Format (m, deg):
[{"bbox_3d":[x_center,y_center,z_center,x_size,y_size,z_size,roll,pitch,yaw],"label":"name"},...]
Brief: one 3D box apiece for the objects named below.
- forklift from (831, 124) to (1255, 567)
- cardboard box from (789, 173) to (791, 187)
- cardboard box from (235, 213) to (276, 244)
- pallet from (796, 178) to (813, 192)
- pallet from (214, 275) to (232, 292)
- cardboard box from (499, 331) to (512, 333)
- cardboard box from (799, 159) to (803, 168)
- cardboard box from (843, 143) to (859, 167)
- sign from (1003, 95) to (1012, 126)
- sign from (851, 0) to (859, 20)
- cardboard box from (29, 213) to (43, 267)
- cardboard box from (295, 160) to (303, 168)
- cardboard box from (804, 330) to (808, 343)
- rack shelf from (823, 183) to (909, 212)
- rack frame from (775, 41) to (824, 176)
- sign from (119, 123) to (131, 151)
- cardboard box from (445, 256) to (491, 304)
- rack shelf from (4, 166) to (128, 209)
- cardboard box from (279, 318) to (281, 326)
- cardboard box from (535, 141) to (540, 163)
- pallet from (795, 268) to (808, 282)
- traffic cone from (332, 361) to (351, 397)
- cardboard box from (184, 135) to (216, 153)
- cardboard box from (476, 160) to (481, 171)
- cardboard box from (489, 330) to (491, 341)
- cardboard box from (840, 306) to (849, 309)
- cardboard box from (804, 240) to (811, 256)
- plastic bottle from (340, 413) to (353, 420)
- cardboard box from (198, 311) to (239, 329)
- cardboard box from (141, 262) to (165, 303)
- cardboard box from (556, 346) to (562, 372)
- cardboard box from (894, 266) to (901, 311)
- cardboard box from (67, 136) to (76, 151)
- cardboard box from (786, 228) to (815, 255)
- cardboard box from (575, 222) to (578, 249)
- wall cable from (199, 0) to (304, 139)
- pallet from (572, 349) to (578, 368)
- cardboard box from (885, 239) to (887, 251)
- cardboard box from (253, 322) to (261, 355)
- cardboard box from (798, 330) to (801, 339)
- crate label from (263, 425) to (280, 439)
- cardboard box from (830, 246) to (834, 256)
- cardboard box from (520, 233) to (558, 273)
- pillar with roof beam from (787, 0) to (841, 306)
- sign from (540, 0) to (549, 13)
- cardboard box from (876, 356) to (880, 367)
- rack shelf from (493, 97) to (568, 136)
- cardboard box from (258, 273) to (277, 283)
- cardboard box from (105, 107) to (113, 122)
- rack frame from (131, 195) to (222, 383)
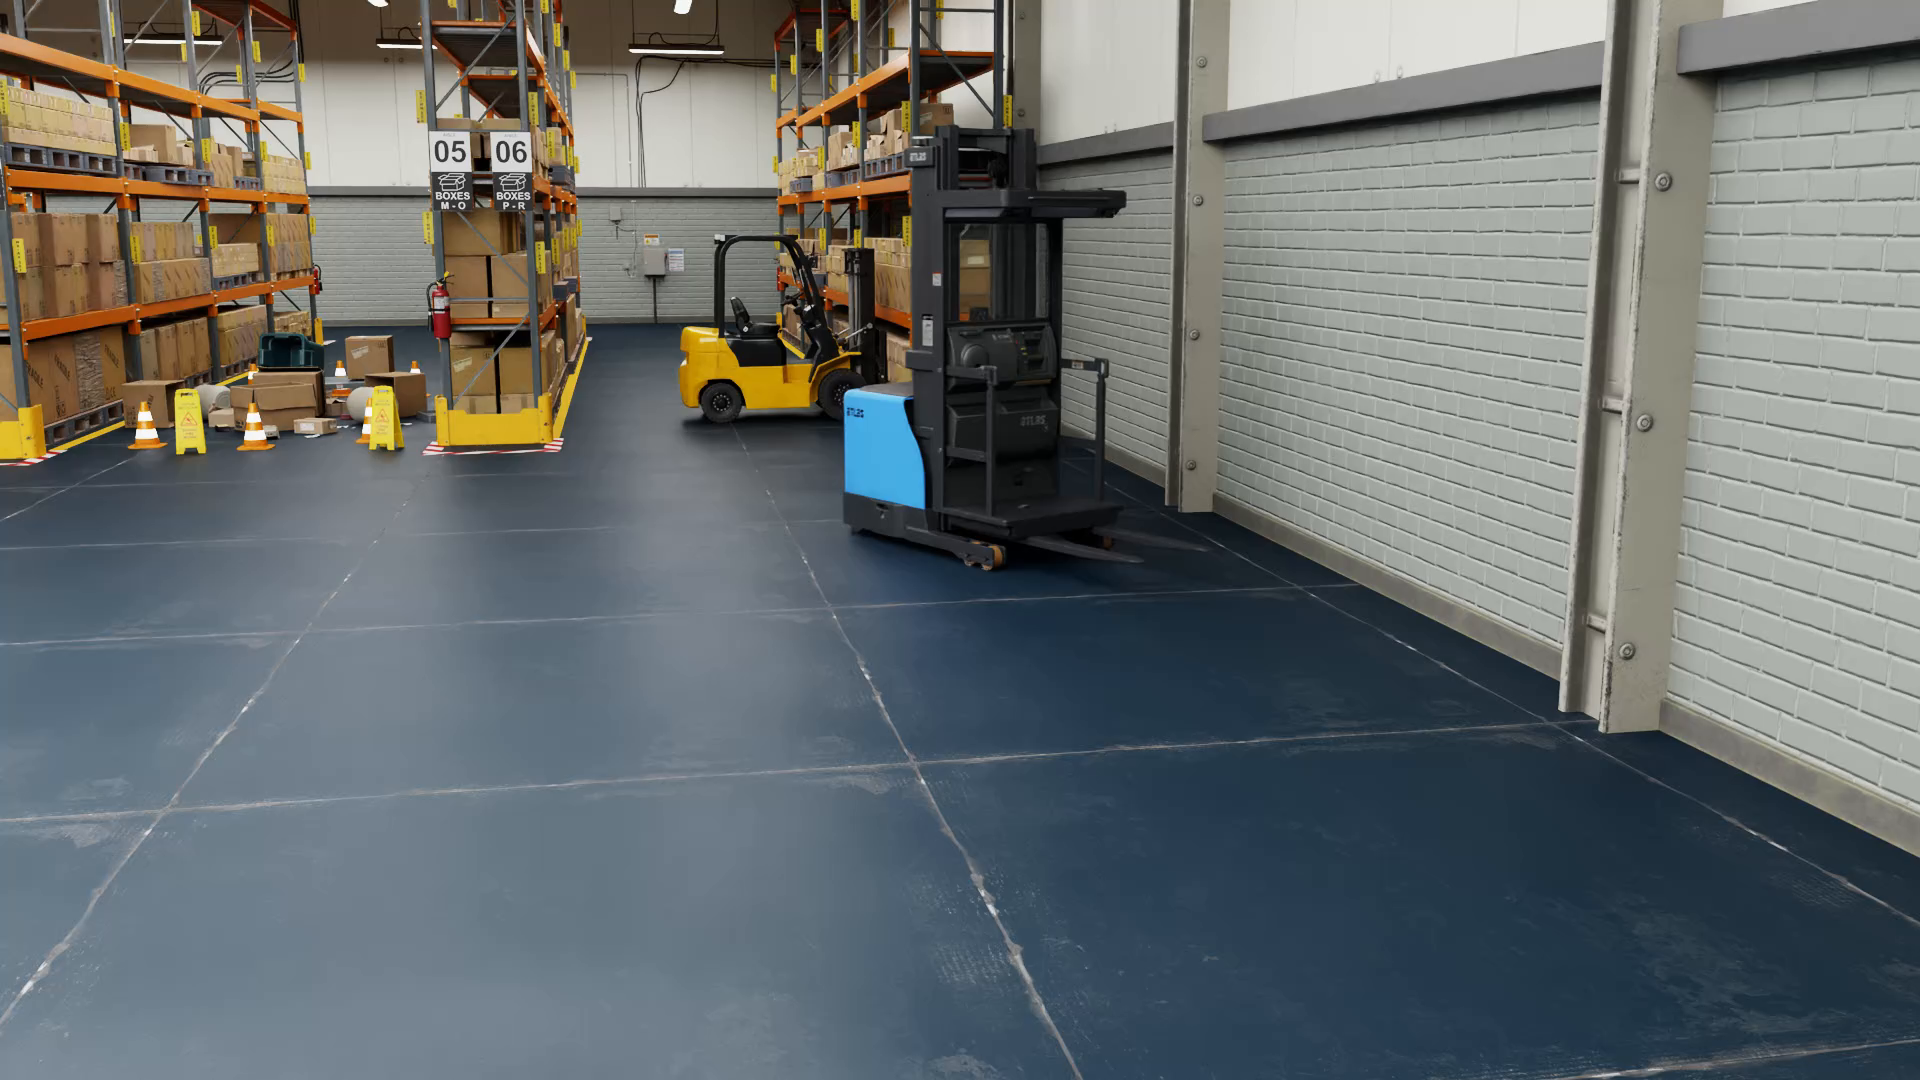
[{"bbox_3d":[0.557,-1.368,11.545,3.031,2.935,1.130,7,13,34],"label":"forklift"},{"bbox_3d":[-2.908,-6.691,30.912,0.500,0.250,0.500,-2,11,-10],"label":"cardboard box"},{"bbox_3d":[-11.922,-5.275,28.150,0.500,0.500,0.500,-2,11,-10],"label":"cardboard box"},{"bbox_3d":[-2.106,-5.945,27.891,1.213,0.211,1.003,-2,11,-11],"label":"pallet"},{"bbox_3d":[-11.538,-3.796,24.629,1.213,0.211,1.003,-2,11,-11],"label":"pallet"},{"bbox_3d":[-5.831,-2.334,20.661,0.500,0.500,0.500,-2,11,-8],"label":"cardboard box"},{"bbox_3d":[-2.536,-6.417,28.351,0.380,0.149,0.250,-2,11,-12],"label":"cardboard box"},{"bbox_3d":[-1.342,-5.359,23.156,0.500,0.311,0.500,-3,11,-13],"label":"cardboard box"},{"bbox_3d":[0.511,-4.636,17.962,0.100,0.325,0.005,-2,11,-11],"label":"sign"},{"bbox_3d":[-1.343,-6.832,21.315,0.100,0.325,0.005,-2,11,-11],"label":"sign"},{"bbox_3d":[-9.971,-3.067,16.999,0.875,0.550,0.550,-2,11,-11],"label":"cardboard box"},{"bbox_3d":[-12.498,-7.021,31.039,0.380,0.149,0.250,-2,11,-12],"label":"cardboard box"},{"bbox_3d":[-2.496,-3.758,29.480,0.500,0.500,0.500,-2,11,-9],"label":"cardboard box"},{"bbox_3d":[-1.202,-4.896,23.800,1.077,0.370,4.000,-2,11,-11],"label":"rack shelf"},{"bbox_3d":[-3.147,-8.557,33.088,1.000,3.000,0.127,-2,11,-11],"label":"rack frame"},{"bbox_3d":[-9.973,-4.816,19.862,0.100,0.325,0.005,-2,11,-11],"label":"sign"},{"bbox_3d":[-5.279,-2.779,17.713,0.500,0.500,0.500,-2,11,-12],"label":"cardboard box"},{"bbox_3d":[-10.128,-3.783,17.950,1.077,0.370,4.000,-2,11,-11],"label":"rack shelf"},{"bbox_3d":[-12.103,-3.810,29.101,0.380,0.149,0.250,-2,11,-12],"label":"cardboard box"},{"bbox_3d":[-4.953,-4.329,18.501,0.500,0.250,0.500,-2,11,-9],"label":"cardboard box"},{"bbox_3d":[-2.321,-4.632,29.022,1.003,0.211,1.213,-2,11,-11],"label":"pallet"},{"bbox_3d":[-8.333,-2.175,22.387,0.336,0.463,0.334,-2,11,-11],"label":"traffic cone"},{"bbox_3d":[-11.204,-5.841,24.523,0.396,0.266,0.258,-2,11,-11],"label":"cardboard box"},{"bbox_3d":[-5.346,-3.994,17.809,0.380,0.149,0.250,-2,11,-9],"label":"cardboard box"},{"bbox_3d":[-5.547,-2.334,18.927,0.380,0.149,0.250,-2,11,-9],"label":"cardboard box"},{"bbox_3d":[-1.903,-4.024,29.144,0.380,0.149,0.250,-2,11,-10],"label":"cardboard box"},{"bbox_3d":[-2.241,-4.796,27.982,0.700,0.500,0.500,-2,11,-11],"label":"cardboard box"},{"bbox_3d":[-7.270,-1.480,19.807,0.133,0.061,0.283,0,11,-1],"label":"plastic bottle"},{"bbox_3d":[-11.290,-3.338,25.269,0.500,0.250,0.500,-2,11,-12],"label":"cardboard box"},{"bbox_3d":[-10.454,-3.277,21.126,0.500,0.500,0.500,-2,11,-11],"label":"cardboard box"},{"bbox_3d":[-6.066,-2.499,23.207,0.950,0.372,0.625,-2,11,-9],"label":"cardboard box"},{"bbox_3d":[-0.480,-2.901,19.148,0.500,0.500,0.500,-2,11,-9],"label":"cardboard box"},{"bbox_3d":[-9.835,-4.300,18.025,0.380,0.149,0.250,-2,11,-11],"label":"cardboard box"},{"bbox_3d":[-3.031,-5.683,31.631,0.500,0.500,0.500,-2,11,-10],"label":"cardboard box"},{"bbox_3d":[-7.557,-5.795,31.677,0.500,0.500,0.500,-2,11,-11],"label":"cardboard box"},{"bbox_3d":[-15.455,-10.758,36.049,2.277,5.999,0.120,-2,11,-11],"label":"wall cable"},{"bbox_3d":[-6.772,-2.962,27.196,1.003,0.211,1.213,-2,11,-11],"label":"pallet"},{"bbox_3d":[-0.714,-3.620,20.398,0.380,0.149,0.250,-2,11,-11],"label":"cardboard box"},{"bbox_3d":[-11.583,-3.254,26.834,0.500,0.500,0.500,-2,11,-12],"label":"cardboard box"},{"bbox_3d":[-2.765,-3.774,30.503,0.380,0.149,0.250,-2,11,-13],"label":"cardboard box"},{"bbox_3d":[-7.489,-1.159,17.921,0.250,0.136,0.298,-9,14,-40],"label":"crate label"},{"bbox_3d":[-1.765,-4.393,25.250,0.380,0.149,0.250,-2,11,-10],"label":"cardboard box"},{"bbox_3d":[-5.491,-3.726,21.564,0.500,0.500,0.500,-2,11,-10],"label":"cardboard box"},{"bbox_3d":[-7.010,-8.928,35.036,9.100,9.000,0.548,-2,11,-11],"label":"pillar with roof beam"},{"bbox_3d":[-5.145,-6.689,20.564,0.100,0.325,0.005,-2,11,-11],"label":"sign"},{"bbox_3d":[-0.738,-2.133,20.273,0.500,0.250,0.500,-2,11,-11],"label":"cardboard box"},{"bbox_3d":[-6.848,-6.726,26.459,1.077,0.370,4.000,-2,11,-11],"label":"rack shelf"},{"bbox_3d":[-11.807,-4.437,28.158,0.380,0.149,0.250,-2,11,-9],"label":"cardboard box"},{"bbox_3d":[-10.133,-4.971,19.419,0.380,0.149,0.250,-2,11,-11],"label":"cardboard box"},{"bbox_3d":[-11.295,-3.763,23.945,1.000,3.000,0.127,-2,11,-11],"label":"rack frame"}]
